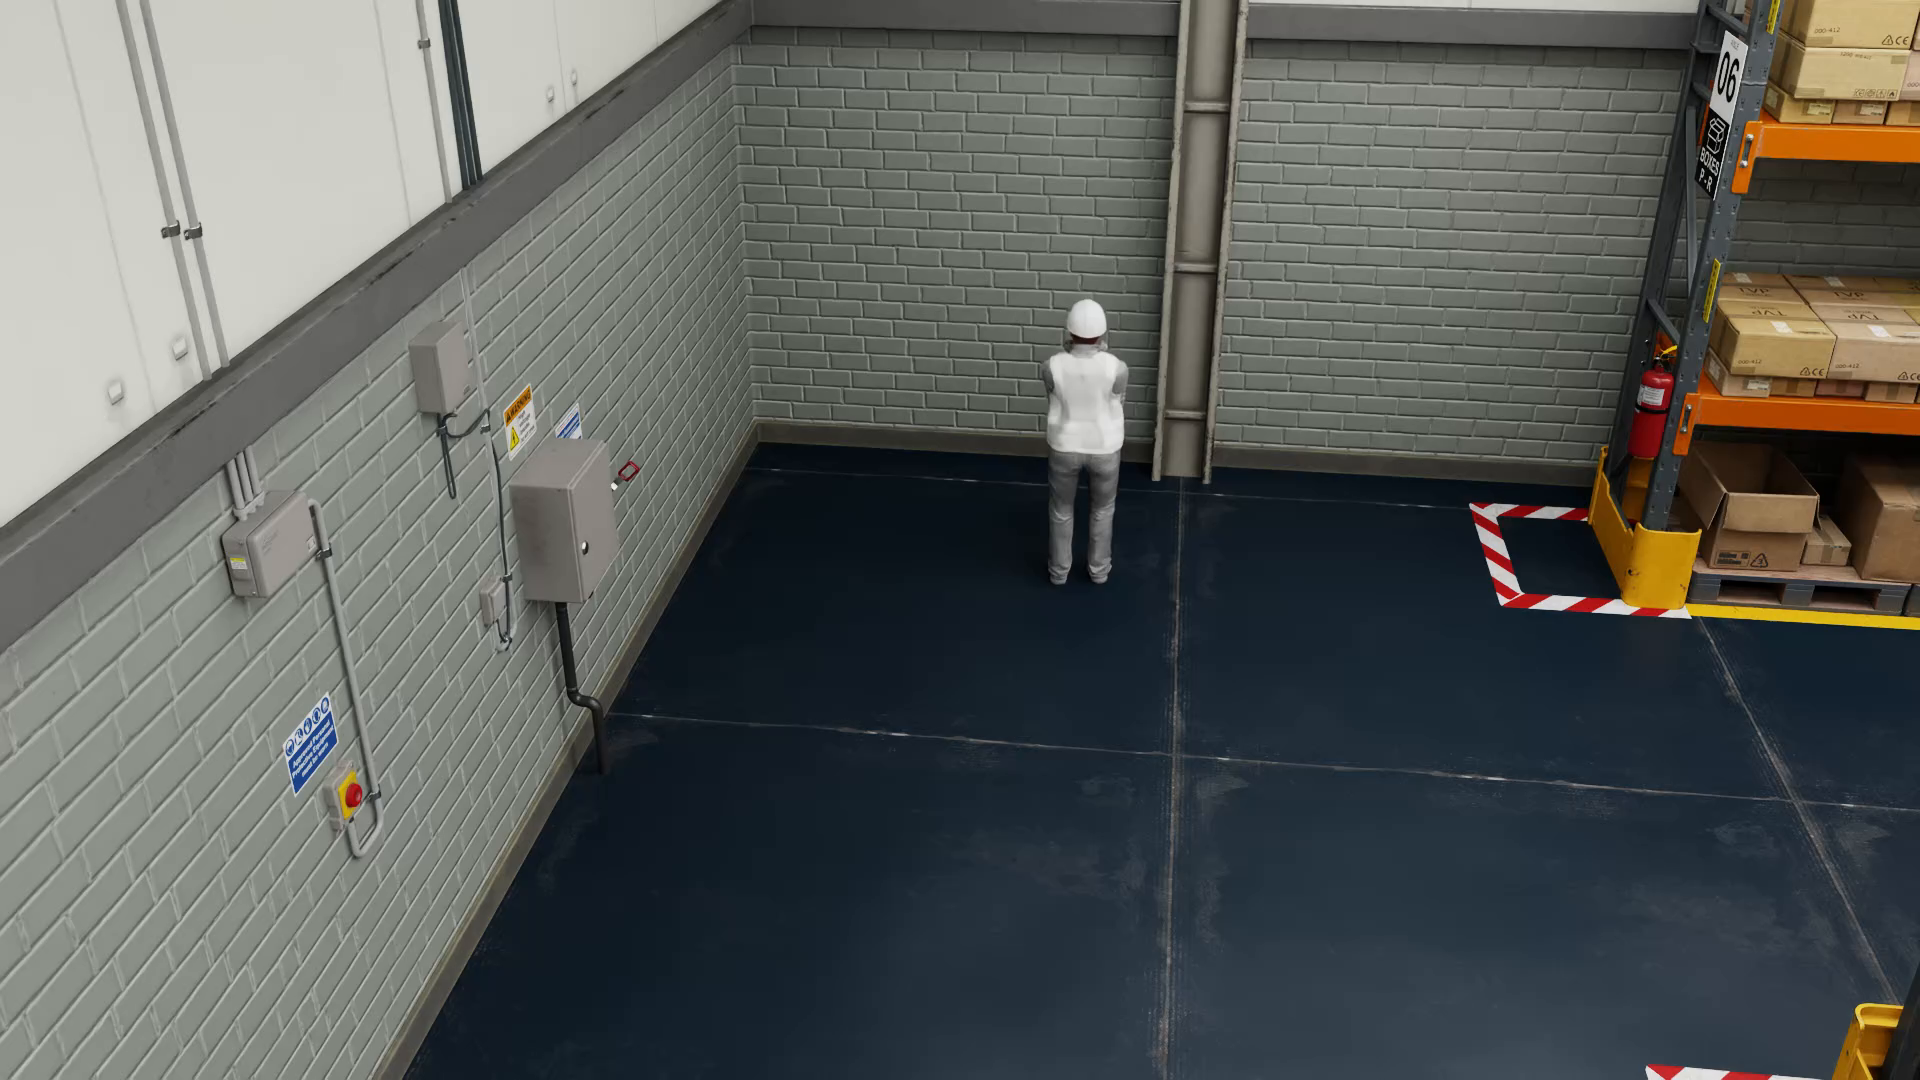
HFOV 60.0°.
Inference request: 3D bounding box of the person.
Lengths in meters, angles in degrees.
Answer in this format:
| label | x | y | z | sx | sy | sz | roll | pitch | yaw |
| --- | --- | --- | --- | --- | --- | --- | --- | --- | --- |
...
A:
| label | x | y | z | sx | sy | sz | roll | pitch | yaw |
| --- | --- | --- | --- | --- | --- | --- | --- | --- | --- |
| person | 0.722 | -0.587 | 9.695 | 0.482 | 1.772 | 0.551 | 3 | 28 | 6 |
